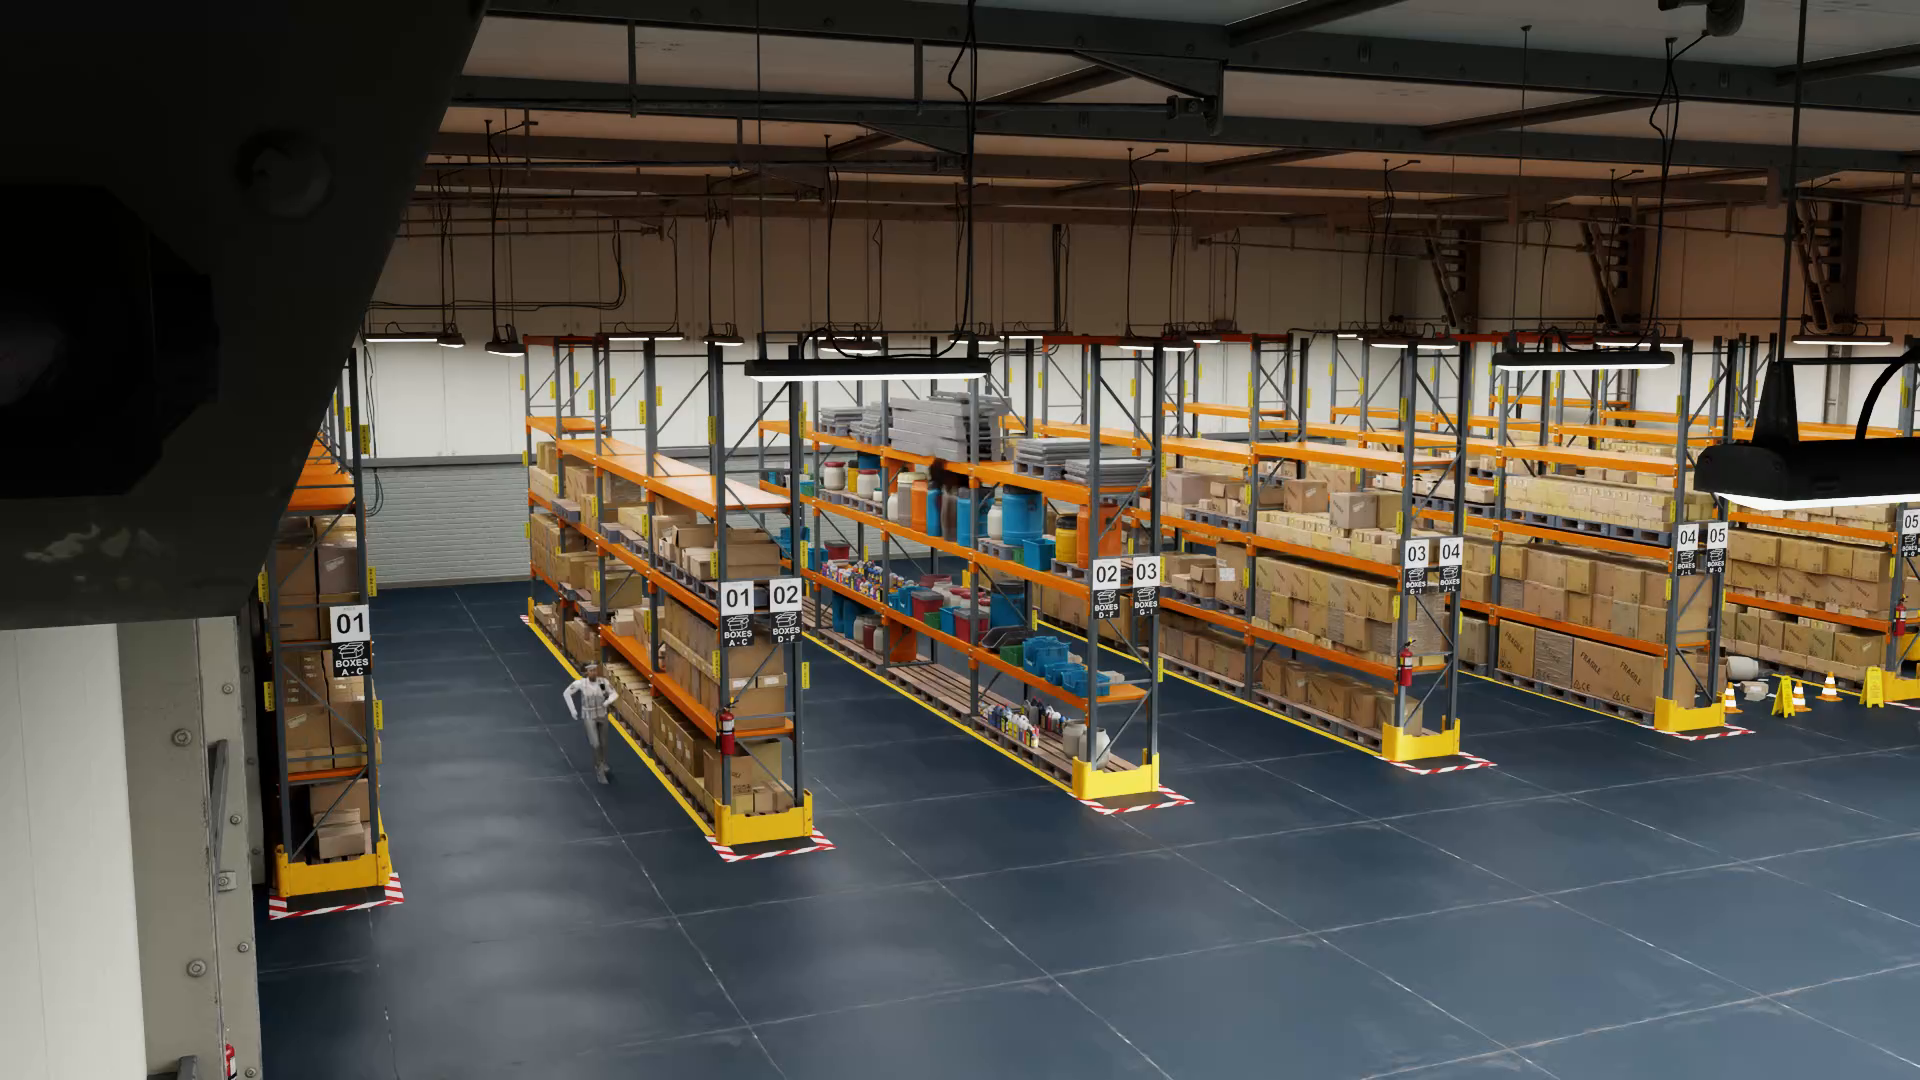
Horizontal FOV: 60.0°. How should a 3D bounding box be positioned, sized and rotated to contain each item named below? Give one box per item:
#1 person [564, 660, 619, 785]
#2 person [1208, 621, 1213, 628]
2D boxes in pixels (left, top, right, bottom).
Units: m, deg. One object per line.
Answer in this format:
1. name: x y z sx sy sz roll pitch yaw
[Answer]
1. person: -5.055 2.477 22.875 0.713 1.746 0.696 -4 8 -26
2. person: 4.946 1.170 32.926 0.466 1.655 0.804 -4 9 -30
